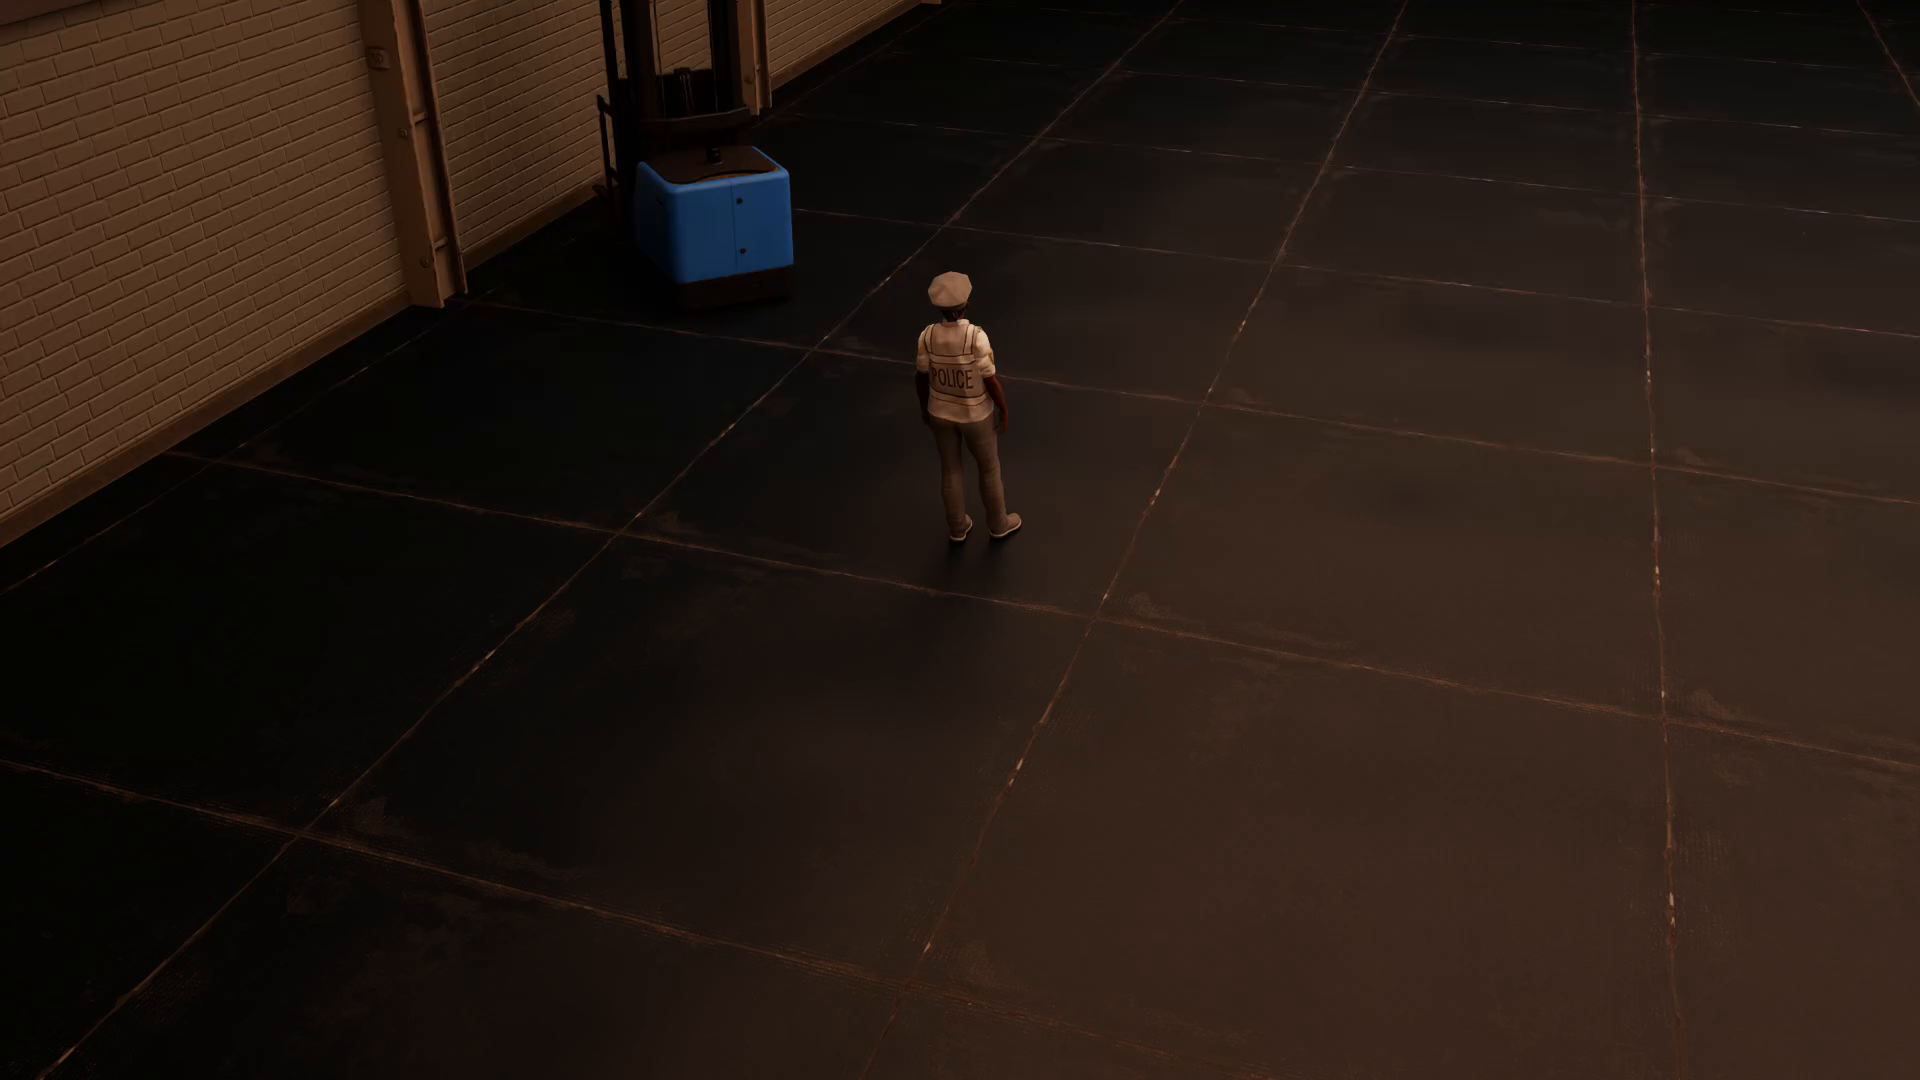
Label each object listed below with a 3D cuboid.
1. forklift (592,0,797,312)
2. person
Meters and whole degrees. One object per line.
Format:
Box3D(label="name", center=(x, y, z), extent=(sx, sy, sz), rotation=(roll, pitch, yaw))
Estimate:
Box3D(label="forklift", center=(-2.431, -3.772, 13.754), extent=(1.130, 2.935, 3.031), rotation=(-14, 32, -23))
Box3D(label="person", center=(0.043, -0.773, 9.730), extent=(0.569, 1.693, 0.528), rotation=(10, 31, 16))
